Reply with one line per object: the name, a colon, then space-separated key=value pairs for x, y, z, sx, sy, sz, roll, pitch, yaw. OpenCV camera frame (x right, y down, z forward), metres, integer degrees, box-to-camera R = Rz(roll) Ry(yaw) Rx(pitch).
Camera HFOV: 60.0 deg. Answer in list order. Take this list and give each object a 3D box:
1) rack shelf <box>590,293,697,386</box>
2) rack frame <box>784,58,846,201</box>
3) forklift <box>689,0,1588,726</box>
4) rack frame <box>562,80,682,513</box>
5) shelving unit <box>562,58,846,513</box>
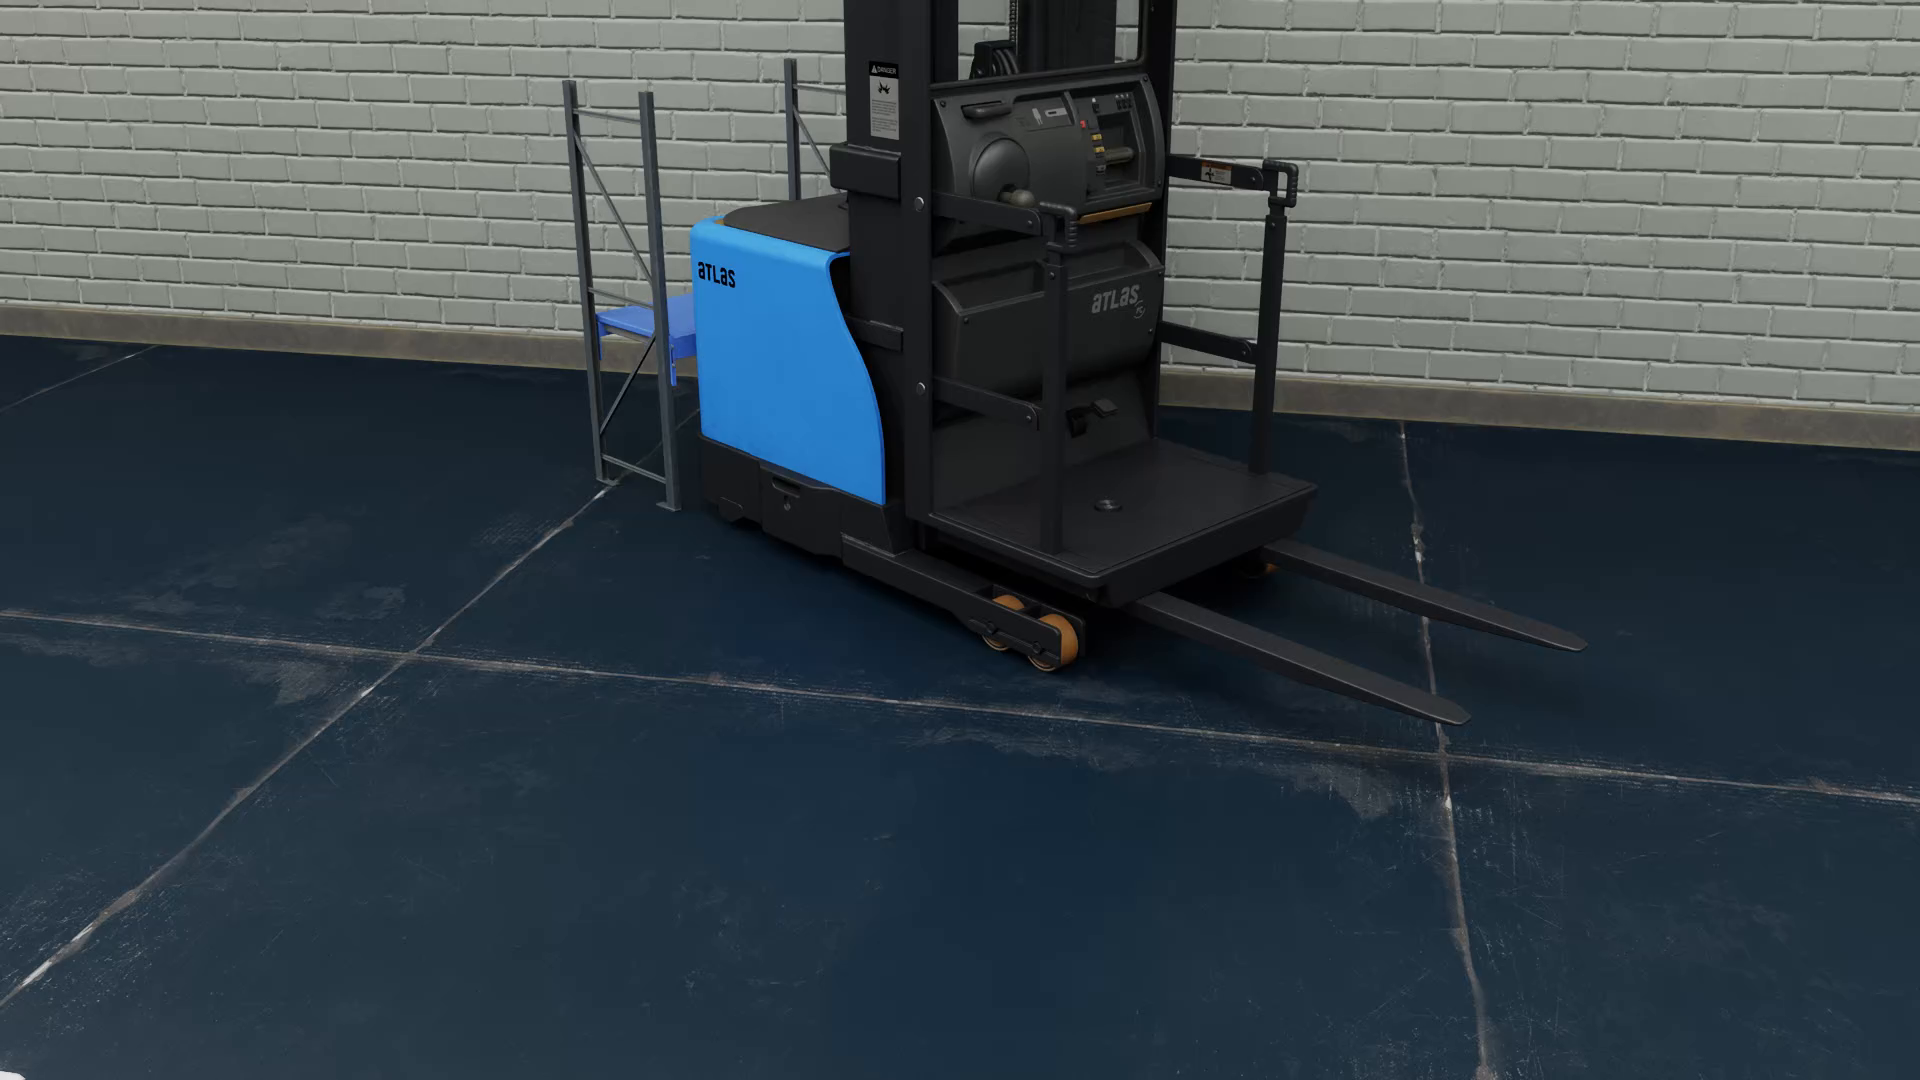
rack shelf: x=-0.860 y=-0.834 z=6.397 sx=0.538 sy=0.185 sz=1.000 roll=20 pitch=29 yaw=40
rack frame: x=-0.505 y=-1.136 z=6.667 sx=0.500 sy=1.500 sz=0.032 roll=20 pitch=29 yaw=40
forklift: x=0.434 y=-1.190 z=4.884 sx=1.130 sy=2.935 sz=3.031 roll=-20 pitch=29 yaw=-40
rack frame: x=-1.215 y=-0.864 z=5.992 sx=0.500 sy=1.500 sz=0.032 roll=20 pitch=29 yaw=40
shelving unit: x=-0.860 y=-1.000 z=6.330 sx=0.538 sy=1.500 sz=1.048 roll=20 pitch=29 yaw=40
